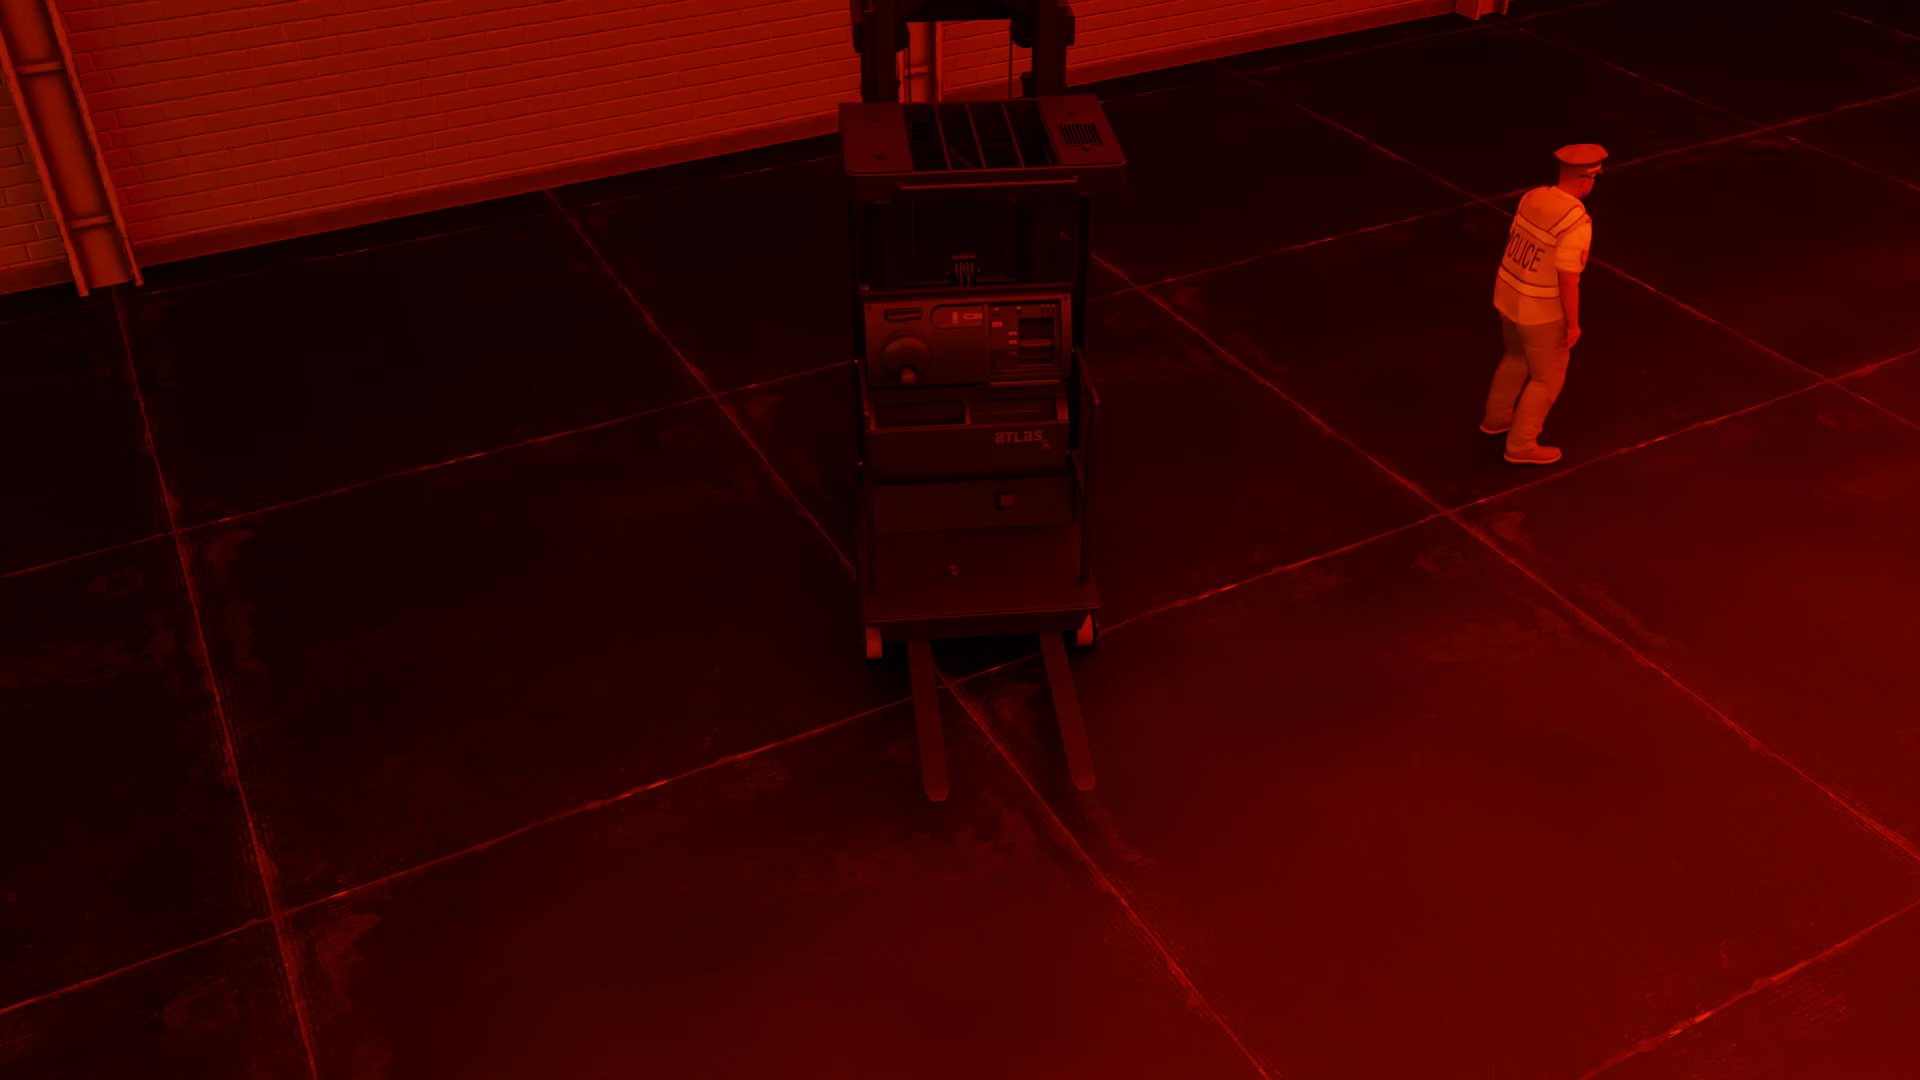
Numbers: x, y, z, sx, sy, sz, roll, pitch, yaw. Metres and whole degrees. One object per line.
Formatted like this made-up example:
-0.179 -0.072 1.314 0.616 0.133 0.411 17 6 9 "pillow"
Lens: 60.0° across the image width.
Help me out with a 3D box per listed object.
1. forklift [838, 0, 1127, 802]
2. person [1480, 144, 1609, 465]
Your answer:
0.062 -0.839 7.310 1.130 2.935 3.031 -3 35 -5 "forklift"
3.115 -1.256 8.933 0.454 1.750 0.589 -10 36 -13 "person"
